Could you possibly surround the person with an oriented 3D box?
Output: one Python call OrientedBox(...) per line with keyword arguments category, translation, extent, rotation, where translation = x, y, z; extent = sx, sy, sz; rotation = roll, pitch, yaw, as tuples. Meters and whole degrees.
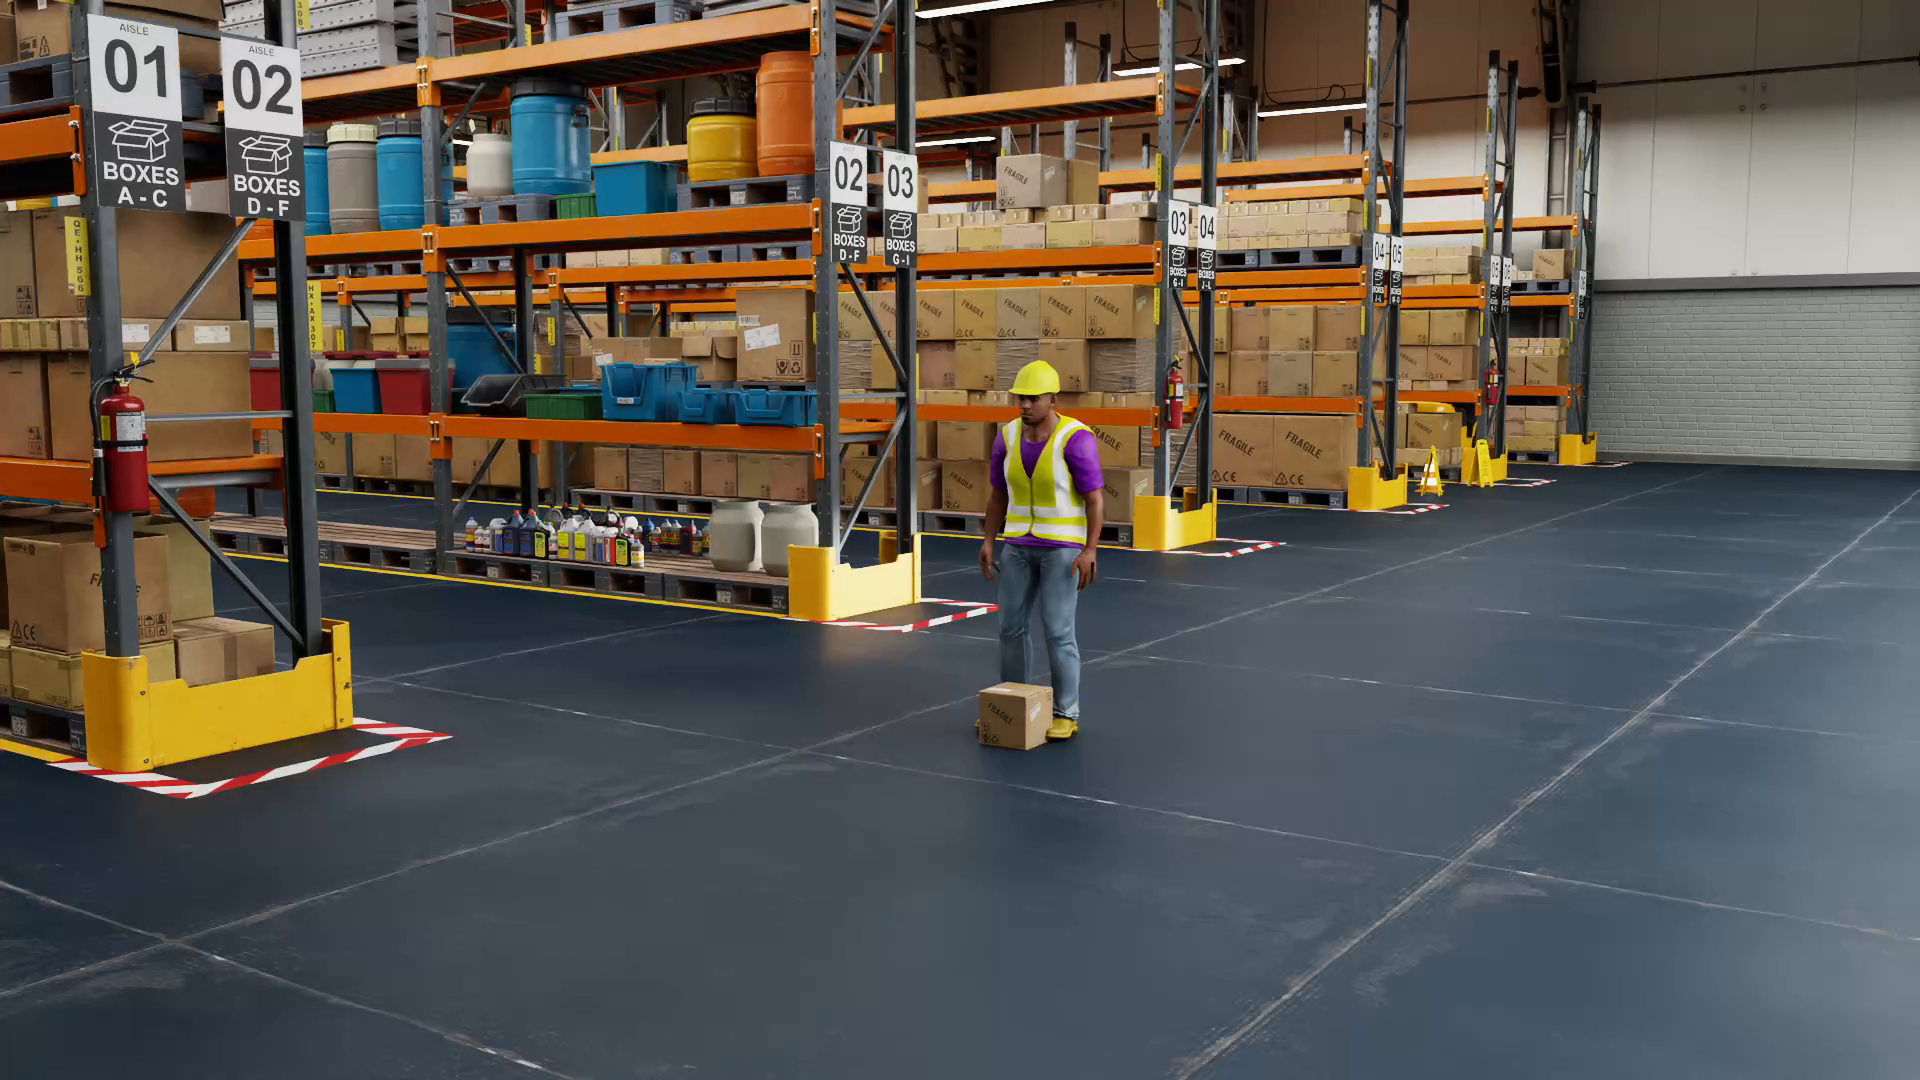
OrientedBox(category="person", translation=(0.372, 0.042, 7.816), extent=(0.628, 1.761, 0.458), rotation=(4, 8, 34))
